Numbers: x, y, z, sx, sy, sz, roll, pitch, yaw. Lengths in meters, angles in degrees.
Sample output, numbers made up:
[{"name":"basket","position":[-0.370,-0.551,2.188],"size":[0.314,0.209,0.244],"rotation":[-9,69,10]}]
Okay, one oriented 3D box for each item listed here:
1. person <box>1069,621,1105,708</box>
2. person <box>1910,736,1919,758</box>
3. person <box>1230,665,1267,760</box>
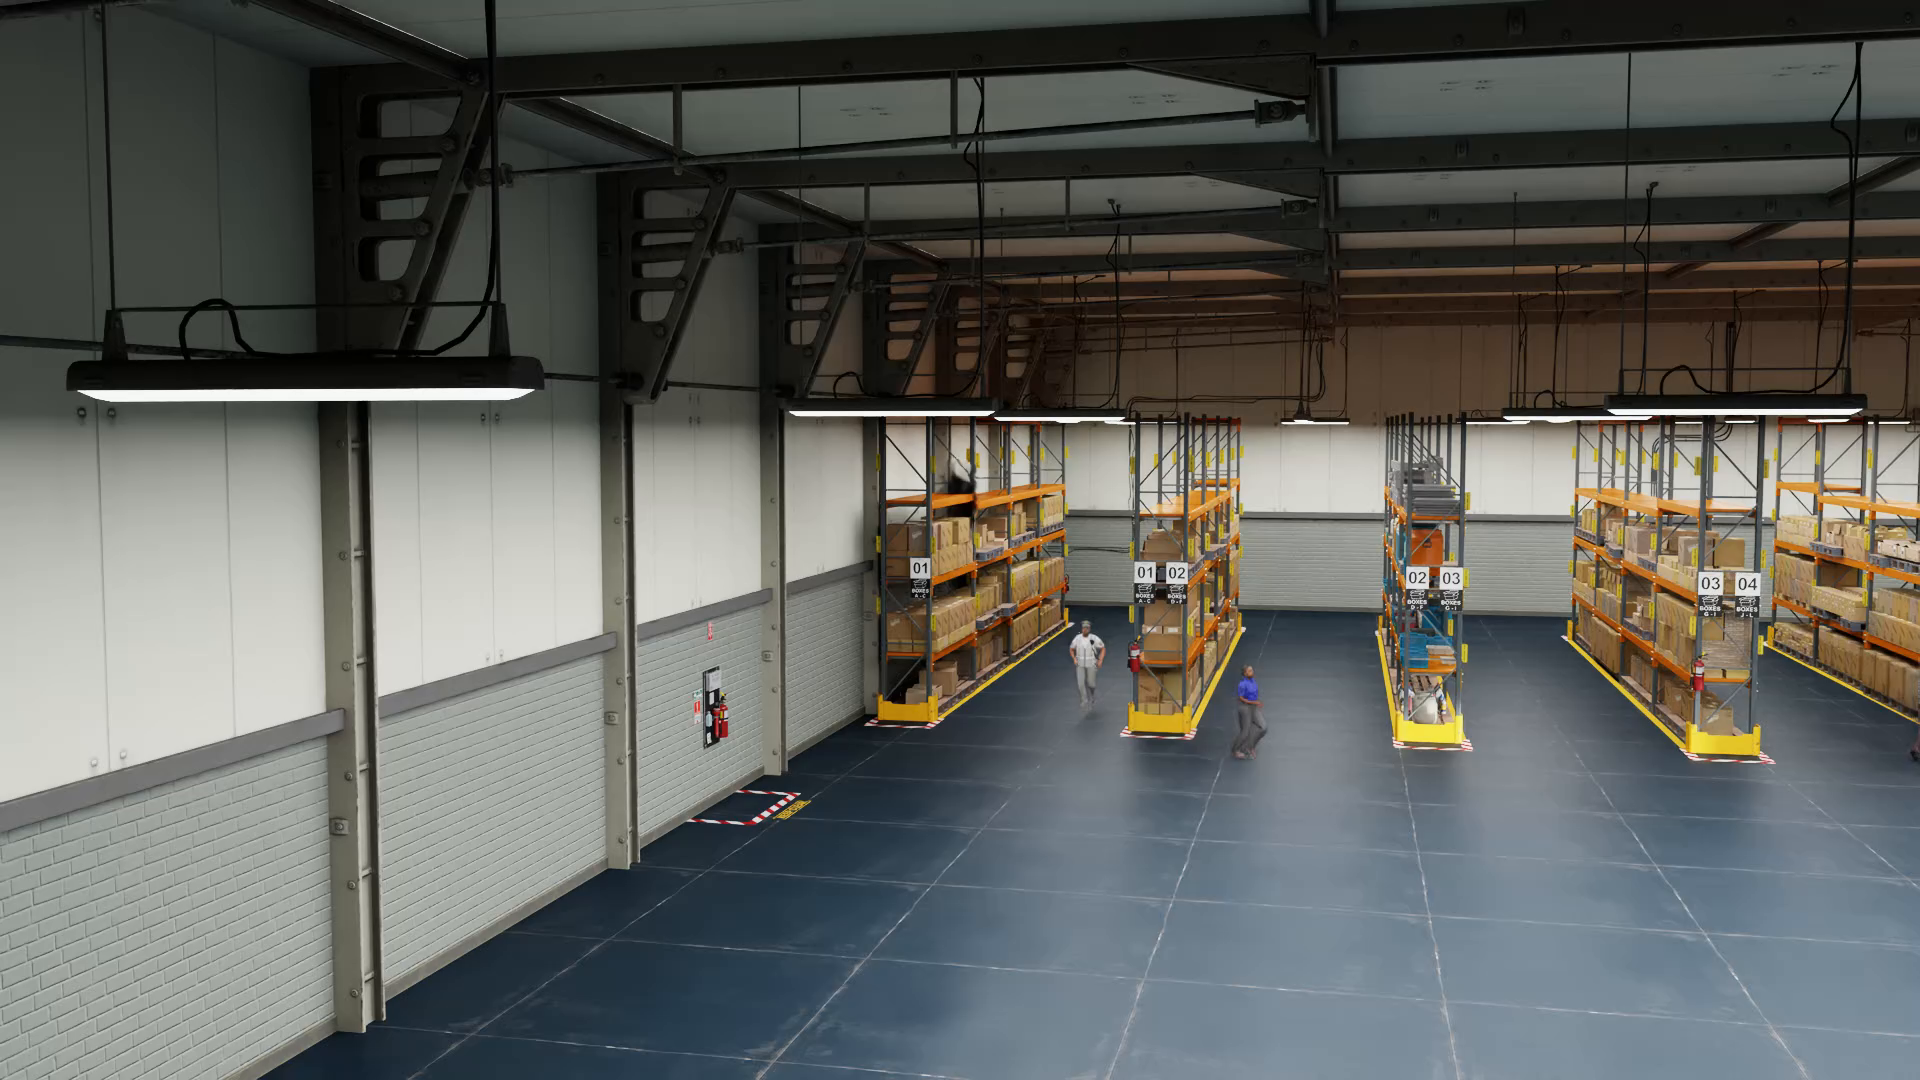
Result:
[{"name":"person","position":[2.500,2.440,32.792],"size":[0.713,1.729,0.629],"rotation":[1,4,12]},{"name":"person","position":[16.745,2.961,28.275],"size":[0.728,1.739,0.843],"rotation":[-1,4,-11]},{"name":"person","position":[4.991,2.970,28.686],"size":[0.639,1.653,0.576],"rotation":[4,5,44]}]
